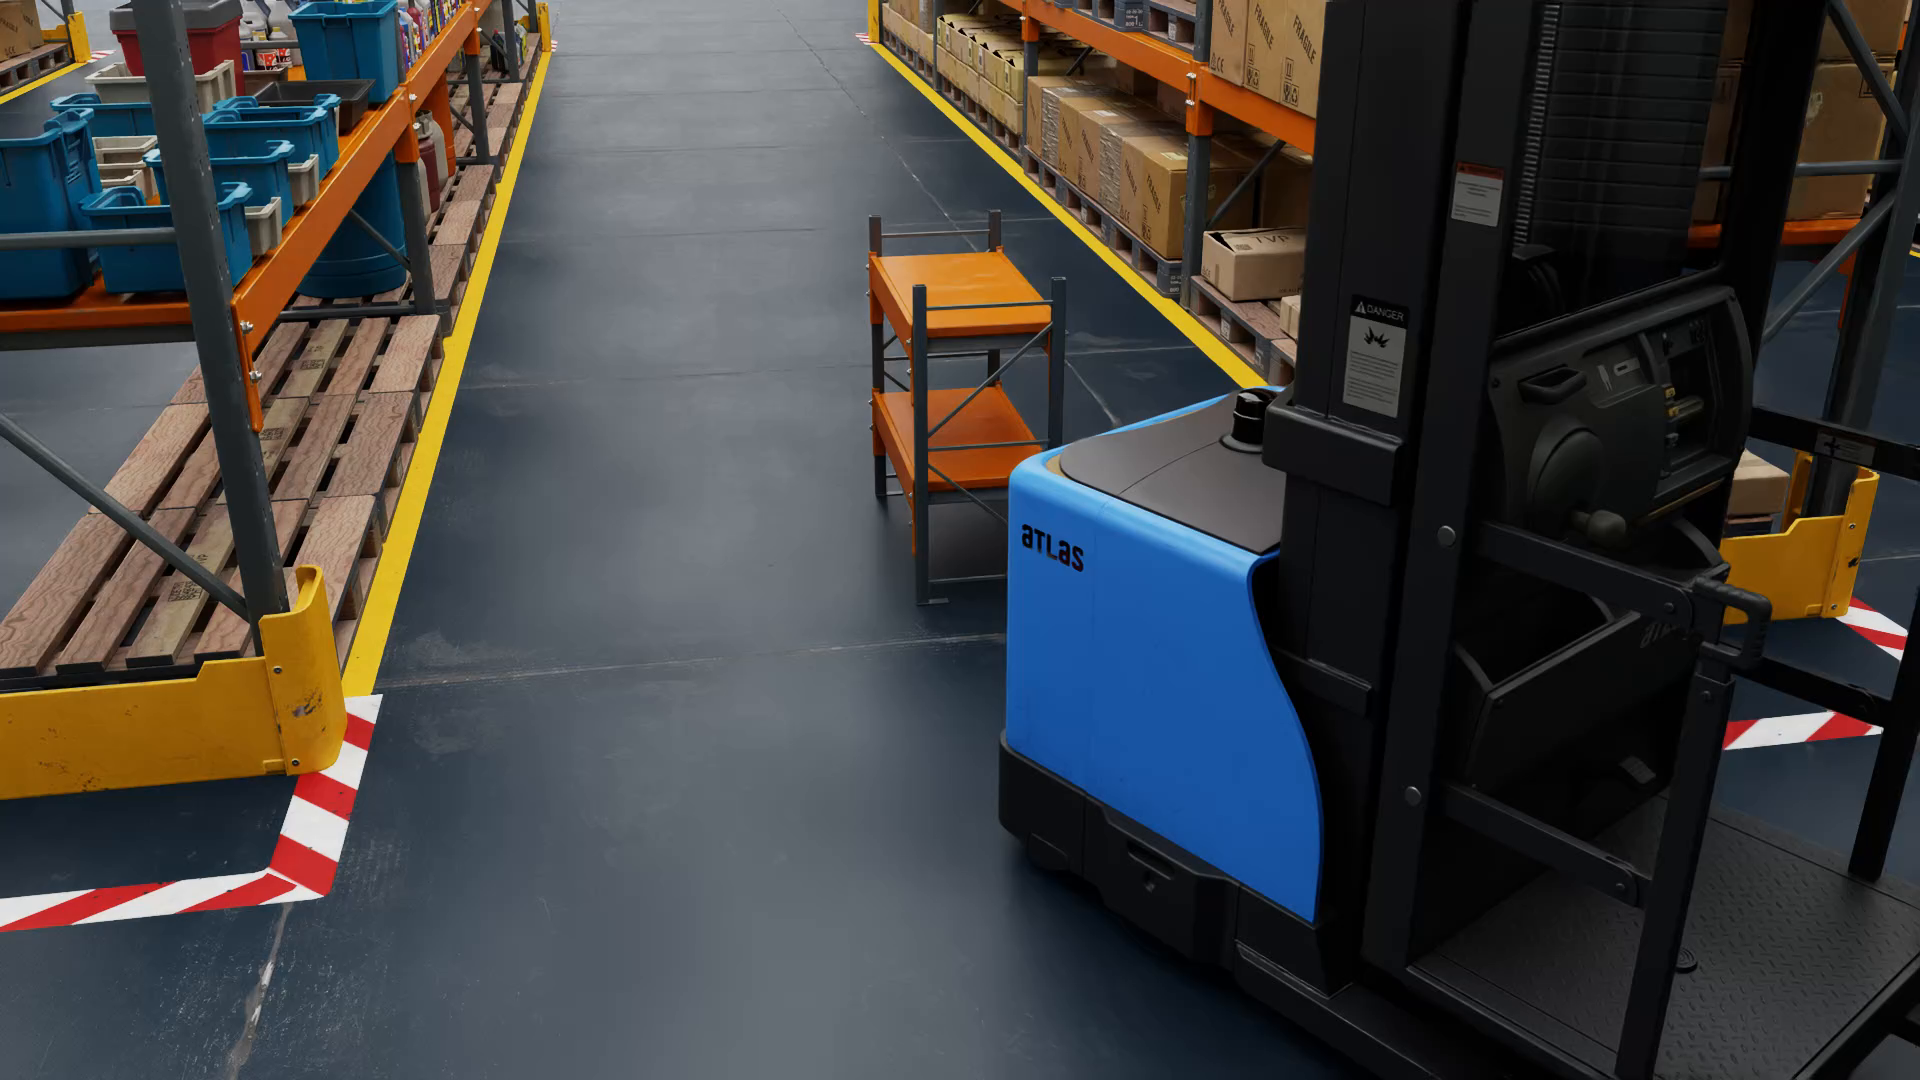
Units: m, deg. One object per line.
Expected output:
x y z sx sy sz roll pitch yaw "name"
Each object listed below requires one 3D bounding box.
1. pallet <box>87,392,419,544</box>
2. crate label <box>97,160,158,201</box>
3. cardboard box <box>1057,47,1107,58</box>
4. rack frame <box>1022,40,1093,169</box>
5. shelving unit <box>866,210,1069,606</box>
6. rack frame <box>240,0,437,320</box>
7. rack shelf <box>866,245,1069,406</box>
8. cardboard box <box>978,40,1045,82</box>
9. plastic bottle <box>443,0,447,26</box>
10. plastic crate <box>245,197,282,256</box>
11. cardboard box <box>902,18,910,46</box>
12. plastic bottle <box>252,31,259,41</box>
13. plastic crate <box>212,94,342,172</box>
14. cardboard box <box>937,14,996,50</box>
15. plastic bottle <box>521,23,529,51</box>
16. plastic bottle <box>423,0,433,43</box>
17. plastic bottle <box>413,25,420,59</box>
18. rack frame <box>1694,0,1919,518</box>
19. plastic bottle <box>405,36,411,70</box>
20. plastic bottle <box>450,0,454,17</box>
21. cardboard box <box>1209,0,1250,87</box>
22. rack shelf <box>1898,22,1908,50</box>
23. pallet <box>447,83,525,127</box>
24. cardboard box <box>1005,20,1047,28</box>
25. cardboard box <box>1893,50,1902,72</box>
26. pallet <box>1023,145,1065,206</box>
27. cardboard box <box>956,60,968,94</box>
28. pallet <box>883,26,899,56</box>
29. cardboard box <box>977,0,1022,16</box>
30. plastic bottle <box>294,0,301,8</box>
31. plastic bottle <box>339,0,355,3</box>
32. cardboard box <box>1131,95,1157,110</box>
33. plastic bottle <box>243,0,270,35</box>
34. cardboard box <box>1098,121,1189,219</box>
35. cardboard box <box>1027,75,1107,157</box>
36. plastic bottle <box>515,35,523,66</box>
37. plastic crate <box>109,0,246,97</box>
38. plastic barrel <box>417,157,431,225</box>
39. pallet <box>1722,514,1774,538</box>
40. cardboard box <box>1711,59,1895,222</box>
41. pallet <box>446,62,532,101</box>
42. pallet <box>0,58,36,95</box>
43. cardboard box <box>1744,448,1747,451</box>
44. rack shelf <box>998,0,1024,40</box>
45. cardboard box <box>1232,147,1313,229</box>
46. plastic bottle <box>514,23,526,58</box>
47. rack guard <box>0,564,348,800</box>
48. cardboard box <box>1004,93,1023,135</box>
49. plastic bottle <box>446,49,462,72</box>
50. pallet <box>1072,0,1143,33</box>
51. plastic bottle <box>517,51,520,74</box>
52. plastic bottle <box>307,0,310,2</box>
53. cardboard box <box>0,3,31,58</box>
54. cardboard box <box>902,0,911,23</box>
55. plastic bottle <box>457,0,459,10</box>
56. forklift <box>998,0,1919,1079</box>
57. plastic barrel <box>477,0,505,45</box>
-2.746 -0.276 6.617 1.003 0.211 1.213 -4 24 -10 "pallet"
-2.853 -1.184 5.468 0.396 0.136 0.243 -4 24 -10 "crate label"
1.066 -3.882 13.602 0.500 0.311 0.500 -5 24 -11 "cardboard box"
0.980 -4.259 12.254 1.000 3.000 0.127 -4 24 -10 "rack frame"
0.001 -0.513 6.019 0.538 1.125 1.048 -4 24 -10 "shelving unit"
-3.149 -2.321 7.816 1.000 3.000 0.127 -4 24 -10 "rack frame"
0.001 -0.781 5.902 0.538 0.278 1.000 -4 24 -10 "rack shelf"
0.448 -4.039 13.960 0.500 0.311 0.500 -4 24 -10 "cardboard box"
-3.223 -3.270 10.238 0.097 0.201 0.097 0 24 0 "plastic bottle"
-2.110 -0.908 4.835 0.250 0.136 0.298 -4 24 -10 "plastic crate"
-0.343 -5.521 18.054 0.500 0.250 0.500 -4 24 -10 "cardboard box"
-3.553 -2.461 8.386 0.097 0.201 0.097 0 24 0 "plastic bottle"
-2.431 -1.456 5.969 0.416 0.233 0.300 -4 24 -10 "plastic crate"
0.072 -4.841 15.796 0.500 0.311 0.500 -4 24 -10 "cardboard box"
-4.558 -5.263 17.397 0.061 0.283 0.133 -4 24 -8 "plastic bottle"
-3.069 -2.975 9.475 0.097 0.271 0.097 0 24 0 "plastic bottle"
-2.941 -2.670 8.863 0.097 0.201 0.097 0 24 0 "plastic bottle"
2.459 -1.113 5.050 1.000 3.000 0.127 -4 24 -10 "rack frame"
-2.862 -2.502 8.479 0.097 0.201 0.097 0 24 0 "plastic bottle"
-3.313 -3.494 10.662 0.097 0.271 0.097 0 24 0 "plastic bottle"
1.546 -2.511 8.127 0.500 0.500 0.500 -4 24 -8 "cardboard box"
6.217 -3.511 11.440 1.077 0.370 4.000 -4 24 -10 "rack shelf"
-4.445 -3.884 14.878 1.003 0.211 1.213 -4 24 -10 "pallet"
0.699 -4.680 15.427 0.500 0.311 0.500 -4 24 -8 "cardboard box"
6.172 -2.857 11.204 0.750 0.750 0.750 -4 24 -8 "cardboard box"
1.080 -2.685 12.134 1.003 0.211 1.213 -4 24 -10 "pallet"
0.263 -4.183 14.991 0.500 0.250 0.500 -5 24 -11 "cardboard box"
-0.317 -5.830 19.336 1.003 0.211 1.213 -4 24 -10 "pallet"
0.462 -5.314 16.644 0.500 0.500 0.500 -4 24 -10 "cardboard box"
-3.606 -2.804 9.084 0.097 0.271 0.097 0 24 0 "plastic bottle"
-3.922 -3.443 10.635 0.097 0.201 0.097 0 24 0 "plastic bottle"
1.479 -2.761 11.398 0.500 0.500 0.500 -5 24 -12 "cardboard box"
-3.641 -2.635 8.598 0.144 0.351 0.185 -4 24 -10 "plastic bottle"
1.171 -2.307 10.358 0.500 0.500 0.500 -4 24 -9 "cardboard box"
0.783 -3.115 12.208 0.500 0.500 0.500 -3 24 -7 "cardboard box"
-4.370 -4.803 16.260 0.144 0.351 0.185 -4 24 -8 "plastic bottle"
-3.231 -2.008 6.945 0.402 0.464 0.583 -4 24 -10 "plastic crate"
-3.381 -2.096 9.884 0.421 0.512 0.421 0 24 0 "plastic barrel"
2.296 -0.178 6.394 1.003 0.211 1.213 -4 24 -10 "pallet"
2.636 -1.352 5.474 0.500 0.500 0.500 -4 24 -9 "cardboard box"
-4.712 -4.457 16.191 1.003 0.211 1.213 -4 24 -10 "pallet"
-9.884 -4.565 16.439 1.003 0.211 1.213 -4 24 -10 "pallet"
2.673 -0.304 6.189 0.380 0.166 0.250 -4 24 -10 "cardboard box"
0.610 -4.716 14.200 1.077 0.370 4.000 -4 24 -10 "rack shelf"
1.869 -1.950 9.541 0.500 0.500 0.500 -5 24 -12 "cardboard box"
-4.484 -5.045 16.813 0.144 0.351 0.185 -4 24 -10 "plastic bottle"
-2.393 0.407 4.694 1.175 0.500 0.348 -4 24 -10 "rack guard"
0.643 -3.380 13.153 0.500 0.250 0.500 -4 24 -8 "cardboard box"
-4.889 -4.698 16.019 0.144 0.351 0.185 -4 24 -10 "plastic bottle"
1.344 -3.407 10.542 1.003 0.211 1.213 -4 24 -10 "pallet"
-4.257 -4.577 15.840 0.097 0.271 0.097 0 24 0 "plastic bottle"
-3.870 -3.098 9.750 0.152 0.276 0.135 -4 24 -10 "plastic bottle"
-9.993 -5.242 17.102 0.500 0.500 0.500 2 24 4 "cardboard box"
-0.344 -5.864 17.903 0.500 0.500 0.500 -4 24 -10 "cardboard box"
-3.392 -3.629 11.059 0.097 0.201 0.097 0 24 0 "plastic bottle"
1.443 -0.227 3.108 1.130 2.935 3.031 -19 30 -37 "forklift"
-5.079 -5.643 18.006 0.421 0.512 0.421 0 24 0 "plastic barrel"
